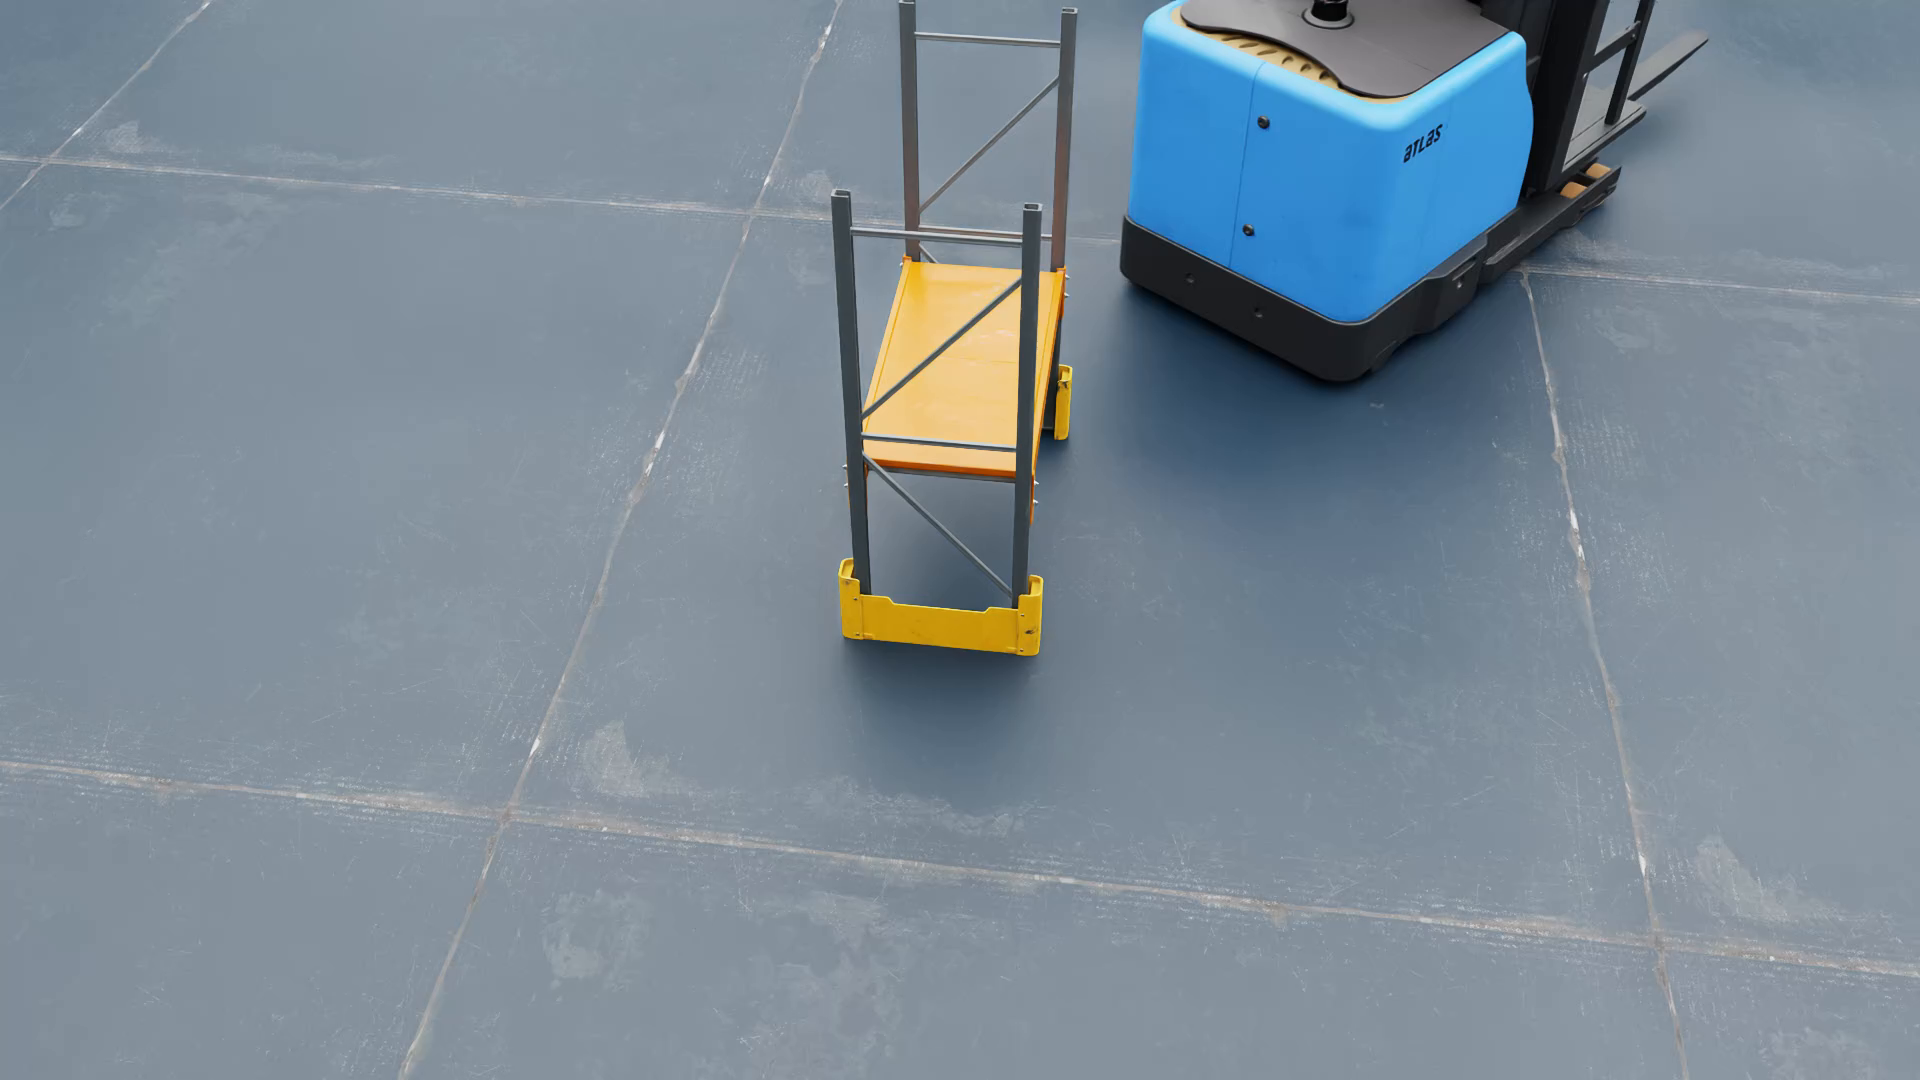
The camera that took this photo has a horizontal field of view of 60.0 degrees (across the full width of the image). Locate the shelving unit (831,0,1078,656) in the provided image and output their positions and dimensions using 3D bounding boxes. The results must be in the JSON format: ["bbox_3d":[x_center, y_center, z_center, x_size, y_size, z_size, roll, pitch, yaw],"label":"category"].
[{"bbox_3d":[0.010,-0.597,4.789,0.587,1.500,1.083,5,44,6],"label":"shelving unit"}]

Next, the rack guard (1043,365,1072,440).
[{"bbox_3d":[0.076,-0.482,5.577,0.587,0.250,0.087,5,44,6],"label":"rack guard"}]

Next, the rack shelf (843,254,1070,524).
[{"bbox_3d":[0.011,-0.472,4.919,0.538,0.185,1.000,5,44,6],"label":"rack shelf"}]

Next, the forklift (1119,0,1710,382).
[{"bbox_3d":[1.982,-2.525,5.785,1.130,2.935,3.031,34,53,30],"label":"forklift"}]

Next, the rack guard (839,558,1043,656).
[{"bbox_3d":[-0.056,0.197,4.860,0.587,0.250,0.087,5,44,6],"label":"rack guard"}]

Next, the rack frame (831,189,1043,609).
[{"bbox_3d":[-0.056,-0.256,4.430,0.500,1.500,0.032,5,44,6],"label":"rack frame"}]

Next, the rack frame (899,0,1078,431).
[{"bbox_3d":[0.078,-0.949,5.162,0.500,1.500,0.032,5,44,6],"label":"rack frame"}]
